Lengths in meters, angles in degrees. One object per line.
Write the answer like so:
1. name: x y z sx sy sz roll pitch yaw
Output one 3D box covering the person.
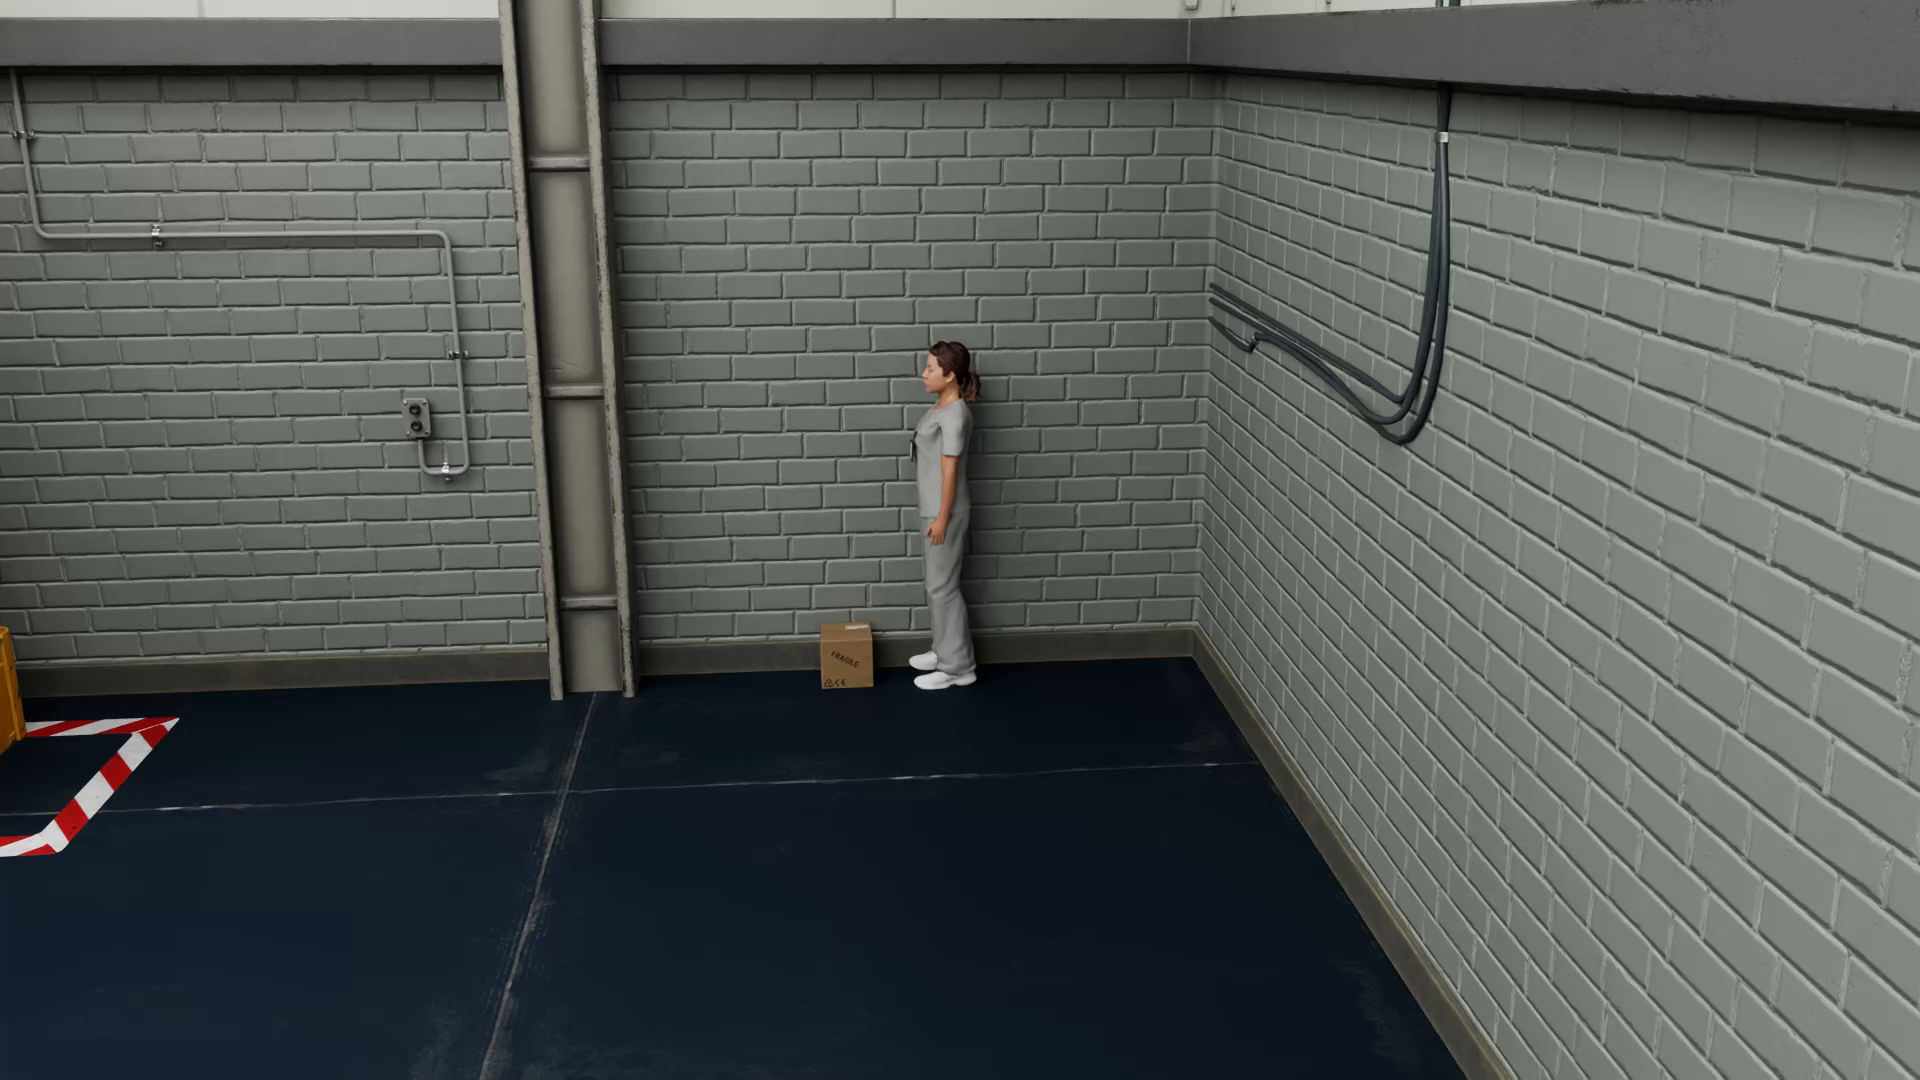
1. person: -0.066 -0.122 7.976 0.358 1.674 0.435 -1 17 -4
